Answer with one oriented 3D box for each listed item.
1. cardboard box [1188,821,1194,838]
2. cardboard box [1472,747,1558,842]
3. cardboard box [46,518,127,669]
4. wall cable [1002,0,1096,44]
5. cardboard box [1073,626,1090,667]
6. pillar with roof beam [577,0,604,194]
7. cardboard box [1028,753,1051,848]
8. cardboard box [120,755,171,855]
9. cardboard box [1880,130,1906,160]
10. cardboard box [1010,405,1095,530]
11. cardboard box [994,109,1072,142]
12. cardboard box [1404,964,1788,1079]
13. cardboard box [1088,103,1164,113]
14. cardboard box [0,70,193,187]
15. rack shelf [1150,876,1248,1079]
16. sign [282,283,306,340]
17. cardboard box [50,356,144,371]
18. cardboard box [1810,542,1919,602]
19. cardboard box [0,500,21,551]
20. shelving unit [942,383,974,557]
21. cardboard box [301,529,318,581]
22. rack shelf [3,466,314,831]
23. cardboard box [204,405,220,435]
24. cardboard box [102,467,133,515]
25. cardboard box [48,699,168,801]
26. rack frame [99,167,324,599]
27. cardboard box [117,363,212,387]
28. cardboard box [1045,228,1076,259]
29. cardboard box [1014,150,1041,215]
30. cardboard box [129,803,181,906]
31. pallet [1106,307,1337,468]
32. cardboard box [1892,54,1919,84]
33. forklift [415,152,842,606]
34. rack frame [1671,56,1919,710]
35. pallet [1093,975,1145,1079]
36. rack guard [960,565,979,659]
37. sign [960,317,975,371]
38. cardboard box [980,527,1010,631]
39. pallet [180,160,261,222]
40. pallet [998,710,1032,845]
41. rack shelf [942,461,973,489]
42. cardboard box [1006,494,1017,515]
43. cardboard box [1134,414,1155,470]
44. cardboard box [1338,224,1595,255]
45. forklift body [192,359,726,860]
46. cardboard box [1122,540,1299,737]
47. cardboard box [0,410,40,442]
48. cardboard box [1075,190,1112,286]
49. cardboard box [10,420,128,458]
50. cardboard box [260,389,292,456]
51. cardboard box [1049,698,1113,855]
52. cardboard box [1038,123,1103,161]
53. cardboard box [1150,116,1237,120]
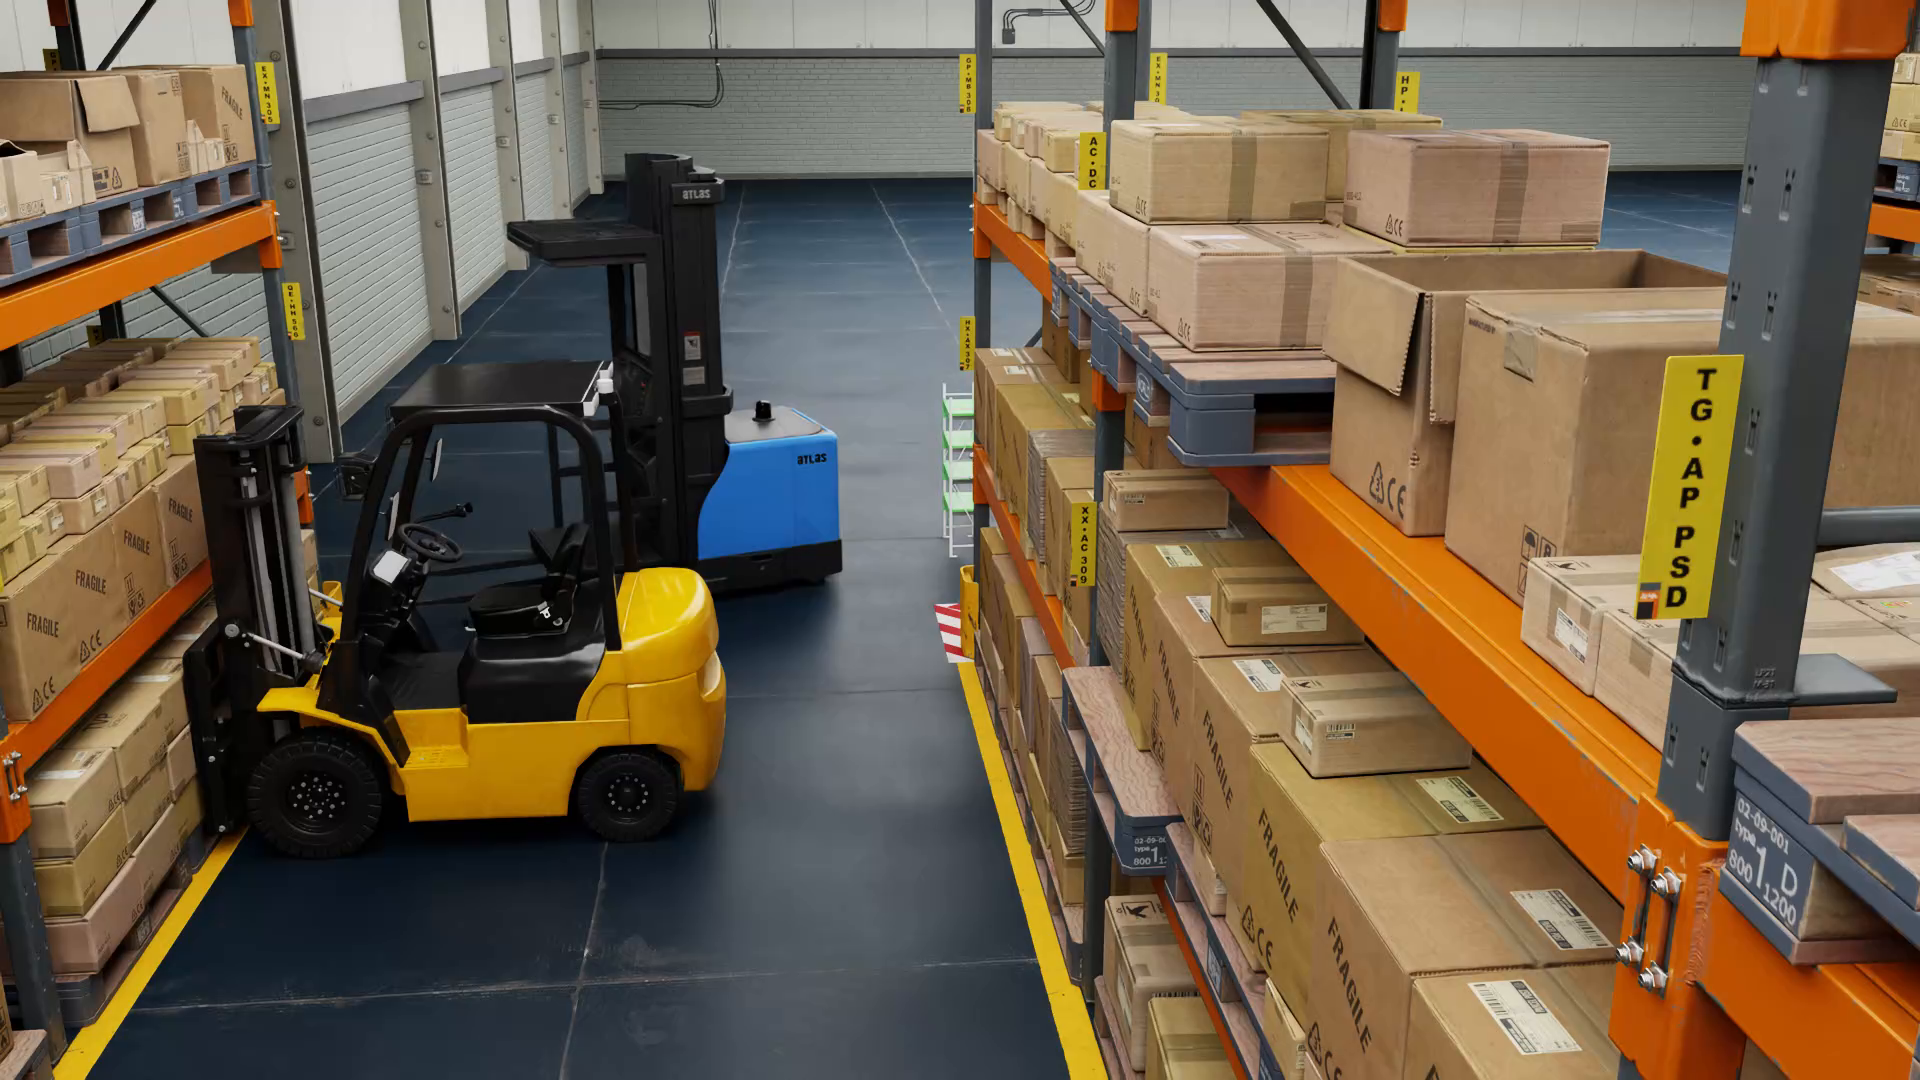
[{"bbox_3d":[0.874,0.813,4.799,0.380,0.149,0.250,-2,18,-5],"label":"cardboard box"},{"bbox_3d":[1.475,0.758,3.890,0.500,0.500,0.500,-1,17,-5],"label":"cardboard box"},{"bbox_3d":[-3.793,0.222,6.794,0.500,0.500,0.500,-1,17,-5],"label":"cardboard box"},{"bbox_3d":[2.188,-15.022,39.823,2.305,6.003,0.169,-2,18,-6],"label":"wall cable"},{"bbox_3d":[0.664,0.444,6.674,0.380,0.149,0.250,-2,18,-6],"label":"cardboard box"},{"bbox_3d":[-3.986,-12.325,36.911,9.100,9.000,0.400,-2,18,-6],"label":"pillar with roof beam"},{"bbox_3d":[0.607,1.196,7.750,0.500,0.250,0.500,-2,18,-7],"label":"cardboard box"},{"bbox_3d":[-3.733,1.134,7.111,0.500,0.250,0.500,-2,18,-6],"label":"cardboard box"},{"bbox_3d":[5.297,-2.186,9.174,0.380,0.149,0.250,-2,18,-5],"label":"cardboard box"},{"bbox_3d":[0.532,-0.364,8.165,0.500,0.500,0.500,-2,18,-7],"label":"cardboard box"},{"bbox_3d":[0.380,-2.133,8.543,0.380,0.149,0.250,-2,18,-6],"label":"cardboard box"},{"bbox_3d":[1.090,1.085,2.847,0.500,0.500,0.500,-2,18,-7],"label":"cardboard box"},{"bbox_3d":[0.905,-2.303,9.086,0.380,0.149,0.250,-1,17,-5],"label":"cardboard box"},{"bbox_3d":[-4.055,-1.921,7.746,0.700,0.500,0.500,-2,18,-5],"label":"cardboard box"},{"bbox_3d":[1.207,1.350,4.572,1.077,0.370,4.000,-2,18,-6],"label":"rack shelf"},{"bbox_3d":[-3.808,-1.305,9.497,0.100,0.325,0.005,-2,18,-6],"label":"sign"},{"bbox_3d":[-4.492,-0.862,8.668,0.380,0.149,0.250,-1,17,-5],"label":"cardboard box"},{"bbox_3d":[1.523,0.060,2.695,0.396,0.266,0.258,-2,18,-6],"label":"cardboard box"},{"bbox_3d":[-3.674,-0.038,6.045,0.380,0.149,0.250,-1,17,-5],"label":"cardboard box"},{"bbox_3d":[0.017,-0.523,12.340,0.258,1.200,0.503,-2,18,-6],"label":"shelving unit"},{"bbox_3d":[-3.991,0.135,9.459,0.500,0.250,0.500,-1,17,-4],"label":"cardboard box"},{"bbox_3d":[-4.143,0.312,7.876,1.077,0.370,4.000,-2,18,-6],"label":"rack shelf"},{"bbox_3d":[-3.924,-0.583,8.275,0.380,0.149,0.250,-2,18,-7],"label":"cardboard box"},{"bbox_3d":[-3.768,-0.203,7.067,0.380,0.149,0.250,-2,18,-6],"label":"cardboard box"},{"bbox_3d":[-3.717,0.893,7.045,0.500,0.250,0.500,-2,18,-6],"label":"cardboard box"},{"bbox_3d":[-4.349,-0.627,9.666,1.000,3.000,0.127,-2,18,-6],"label":"rack frame"},{"bbox_3d":[-4.040,-0.800,8.470,0.380,0.149,0.250,-2,18,-5],"label":"cardboard box"},{"bbox_3d":[0.573,-1.292,7.198,0.380,0.149,0.250,-1,17,-4],"label":"cardboard box"},{"bbox_3d":[0.528,-1.668,7.728,0.500,0.250,0.500,-1,17,-4],"label":"cardboard box"},{"bbox_3d":[-3.725,1.371,7.191,0.500,0.250,0.500,-2,18,-7],"label":"cardboard box"},{"bbox_3d":[1.068,-0.435,4.360,1.213,0.211,1.003,-2,18,-6],"label":"pallet"},{"bbox_3d":[5.296,-2.569,9.063,0.380,0.149,0.250,-2,17,-5],"label":"cardboard box"},{"bbox_3d":[-2.390,-1.052,11.134,3.031,2.935,1.130,-8,19,-24],"label":"forklift"},{"bbox_3d":[1.413,-1.260,1.667,1.000,3.000,0.127,-2,18,-6],"label":"rack frame"},{"bbox_3d":[1.082,1.973,6.041,1.003,0.211,1.213,-2,18,-6],"label":"pallet"},{"bbox_3d":[0.596,0.434,10.460,1.175,0.500,0.348,-2,18,-6],"label":"rack guard"},{"bbox_3d":[0.048,-1.177,9.975,0.100,0.325,0.005,-2,18,-6],"label":"sign"},{"bbox_3d":[0.399,0.228,9.579,0.500,0.500,0.500,-2,18,-7],"label":"cardboard box"},{"bbox_3d":[-4.302,-1.804,8.556,1.003,0.211,1.213,-2,18,-6],"label":"pallet"},{"bbox_3d":[0.767,1.178,8.574,1.003,0.211,1.213,-2,18,-6],"label":"pallet"},{"bbox_3d":[0.017,-0.462,12.359,0.258,0.148,0.480,-2,18,-6],"label":"rack shelf"},{"bbox_3d":[0.444,-0.244,8.867,0.380,0.149,0.250,-1,17,-4],"label":"cardboard box"},{"bbox_3d":[1.140,-0.547,7.078,0.700,0.500,0.500,-2,18,-5],"label":"cardboard box"},{"bbox_3d":[1.304,-0.677,4.367,0.500,0.250,0.500,-2,17,-5],"label":"cardboard box"},{"bbox_3d":[-2.339,0.287,8.173,2.313,2.155,1.214,-2,18,-6],"label":"forklift body"},{"bbox_3d":[0.816,0.318,5.291,0.500,0.500,0.500,-2,18,-5],"label":"cardboard box"},{"bbox_3d":[-4.365,-0.479,7.448,0.380,0.149,0.250,-1,17,-4],"label":"cardboard box"},{"bbox_3d":[0.662,-0.963,5.278,0.500,0.250,0.500,-2,18,-7],"label":"cardboard box"},{"bbox_3d":[-3.886,-0.420,7.260,0.380,0.149,0.250,-2,18,-6],"label":"cardboard box"},{"bbox_3d":[-4.037,-0.536,9.210,0.500,0.500,0.500,-2,18,-7],"label":"cardboard box"},{"bbox_3d":[0.673,0.996,7.133,0.500,0.500,0.500,-2,18,-6],"label":"cardboard box"},{"bbox_3d":[0.550,-1.753,7.335,0.380,0.149,0.250,-2,17,-5],"label":"cardboard box"},{"bbox_3d":[1.108,-1.925,7.883,0.380,0.149,0.250,-1,17,-4],"label":"cardboard box"}]
